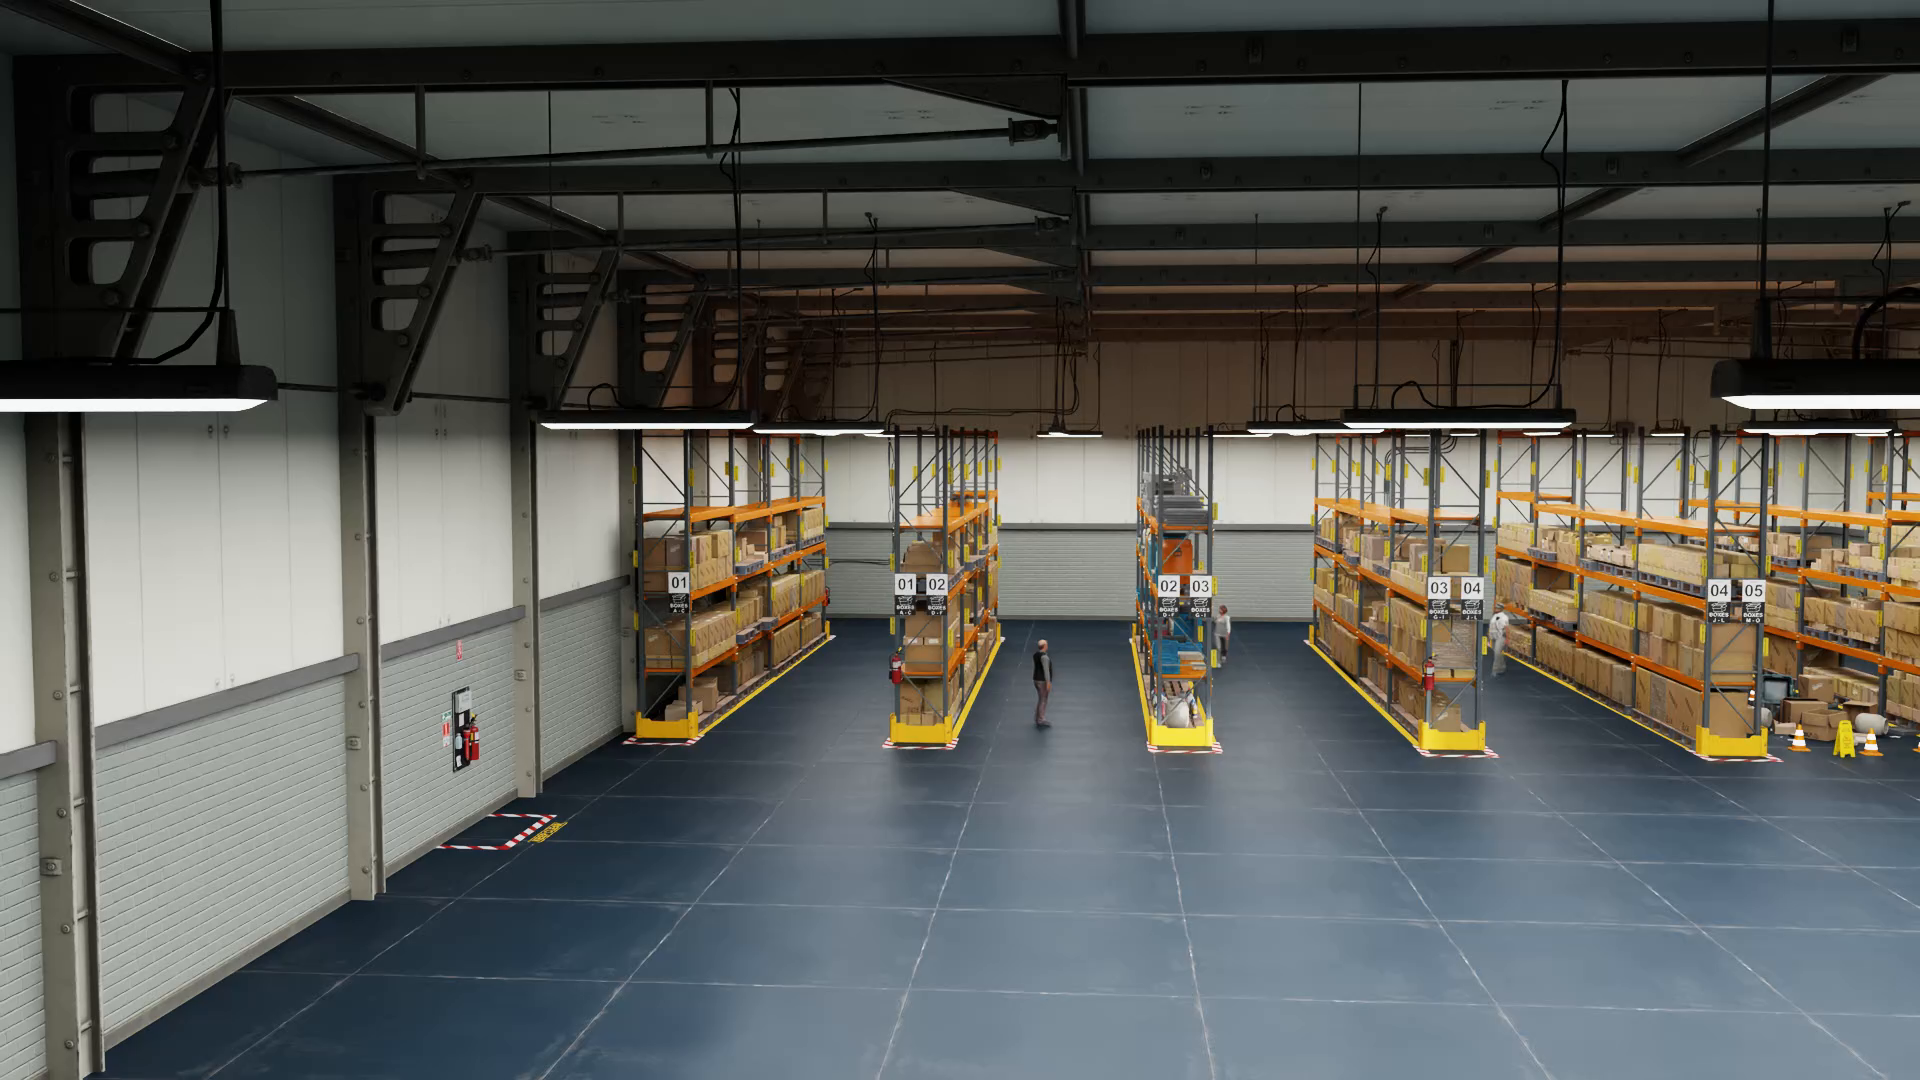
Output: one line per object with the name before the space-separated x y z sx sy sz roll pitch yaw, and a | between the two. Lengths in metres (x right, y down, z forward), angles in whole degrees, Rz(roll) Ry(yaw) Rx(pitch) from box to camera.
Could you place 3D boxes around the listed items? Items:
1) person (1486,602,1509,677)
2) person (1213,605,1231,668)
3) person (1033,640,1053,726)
person | 13.110 2.414 40.599 0.752 1.797 0.610 -2 4 -31
person | 6.581 2.414 41.879 0.426 1.560 0.667 0 3 2
person | 1.708 2.878 33.333 0.446 1.757 0.588 -1 4 -18
